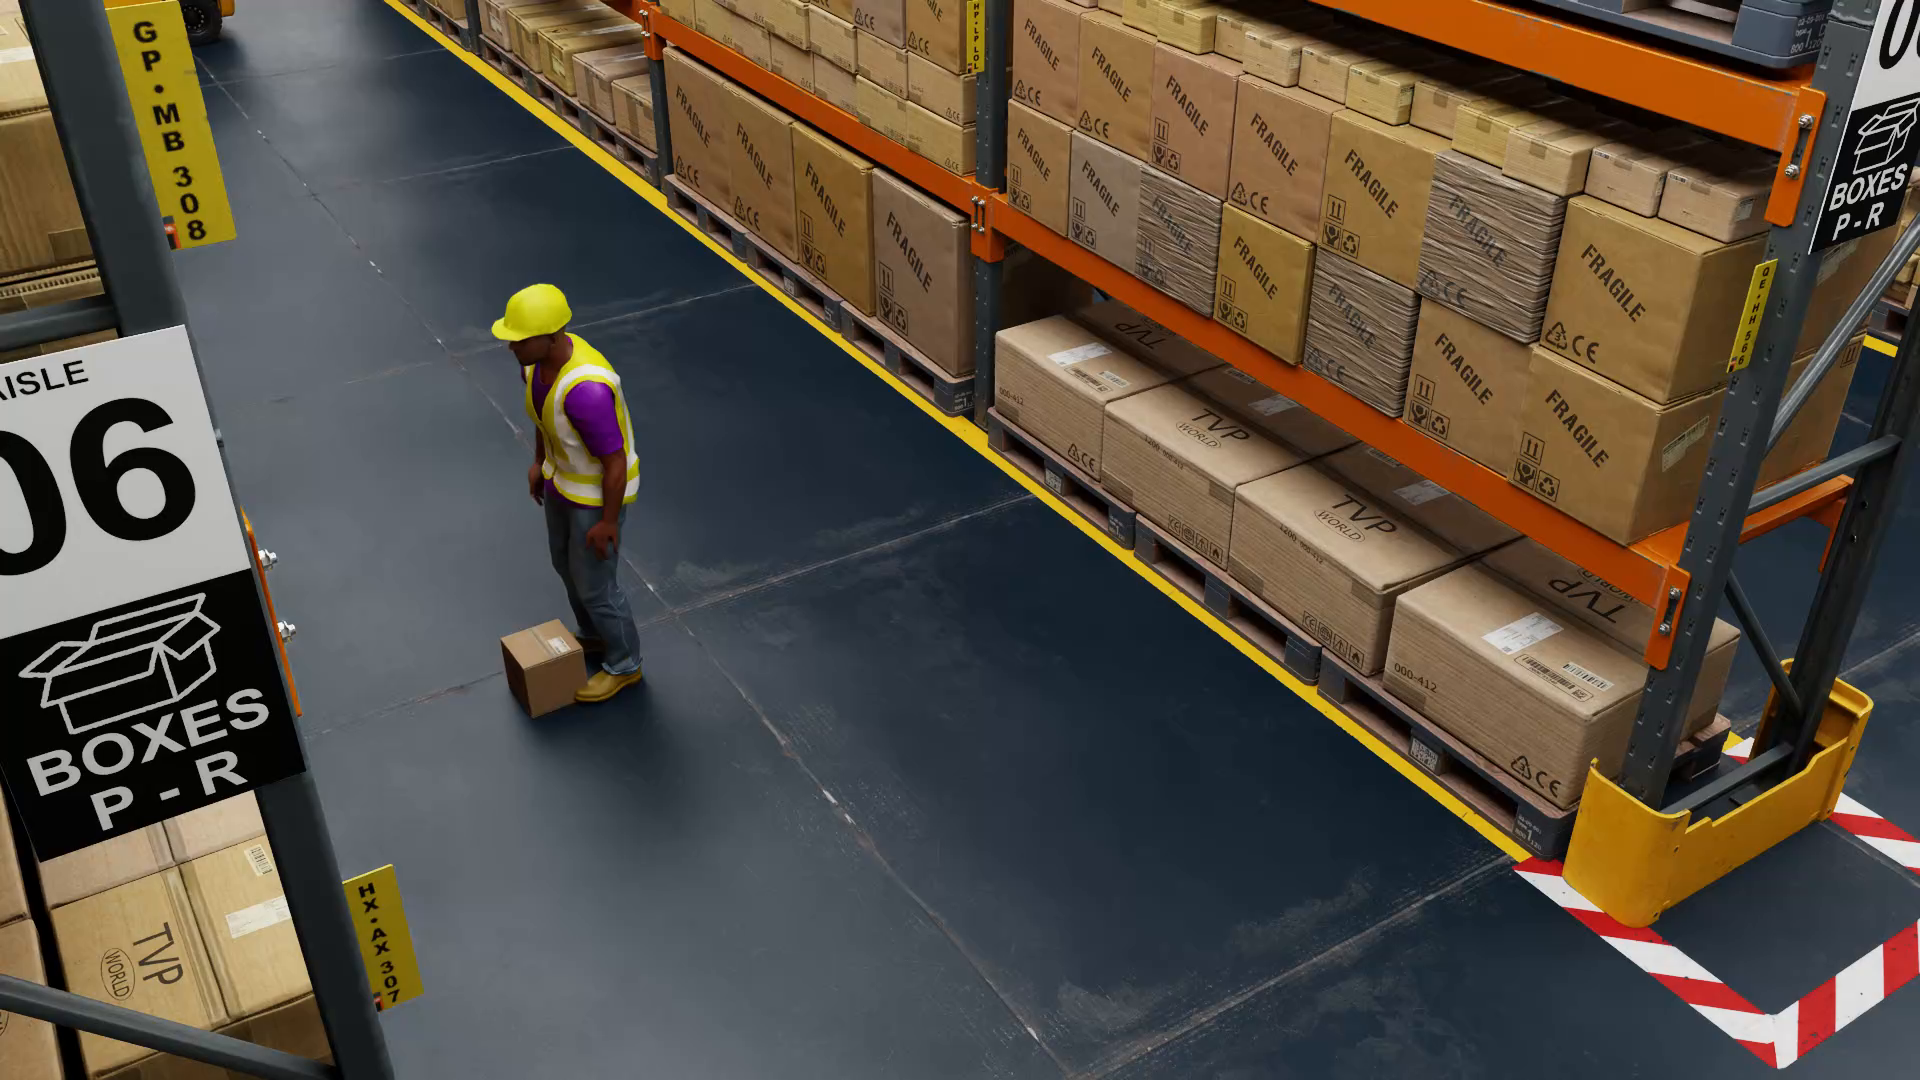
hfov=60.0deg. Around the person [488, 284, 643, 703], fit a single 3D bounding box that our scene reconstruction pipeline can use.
[{"bbox_3d":[-1.489,-0.187,6.416,0.461,1.761,0.637,-20,38,-28],"label":"person"}]
